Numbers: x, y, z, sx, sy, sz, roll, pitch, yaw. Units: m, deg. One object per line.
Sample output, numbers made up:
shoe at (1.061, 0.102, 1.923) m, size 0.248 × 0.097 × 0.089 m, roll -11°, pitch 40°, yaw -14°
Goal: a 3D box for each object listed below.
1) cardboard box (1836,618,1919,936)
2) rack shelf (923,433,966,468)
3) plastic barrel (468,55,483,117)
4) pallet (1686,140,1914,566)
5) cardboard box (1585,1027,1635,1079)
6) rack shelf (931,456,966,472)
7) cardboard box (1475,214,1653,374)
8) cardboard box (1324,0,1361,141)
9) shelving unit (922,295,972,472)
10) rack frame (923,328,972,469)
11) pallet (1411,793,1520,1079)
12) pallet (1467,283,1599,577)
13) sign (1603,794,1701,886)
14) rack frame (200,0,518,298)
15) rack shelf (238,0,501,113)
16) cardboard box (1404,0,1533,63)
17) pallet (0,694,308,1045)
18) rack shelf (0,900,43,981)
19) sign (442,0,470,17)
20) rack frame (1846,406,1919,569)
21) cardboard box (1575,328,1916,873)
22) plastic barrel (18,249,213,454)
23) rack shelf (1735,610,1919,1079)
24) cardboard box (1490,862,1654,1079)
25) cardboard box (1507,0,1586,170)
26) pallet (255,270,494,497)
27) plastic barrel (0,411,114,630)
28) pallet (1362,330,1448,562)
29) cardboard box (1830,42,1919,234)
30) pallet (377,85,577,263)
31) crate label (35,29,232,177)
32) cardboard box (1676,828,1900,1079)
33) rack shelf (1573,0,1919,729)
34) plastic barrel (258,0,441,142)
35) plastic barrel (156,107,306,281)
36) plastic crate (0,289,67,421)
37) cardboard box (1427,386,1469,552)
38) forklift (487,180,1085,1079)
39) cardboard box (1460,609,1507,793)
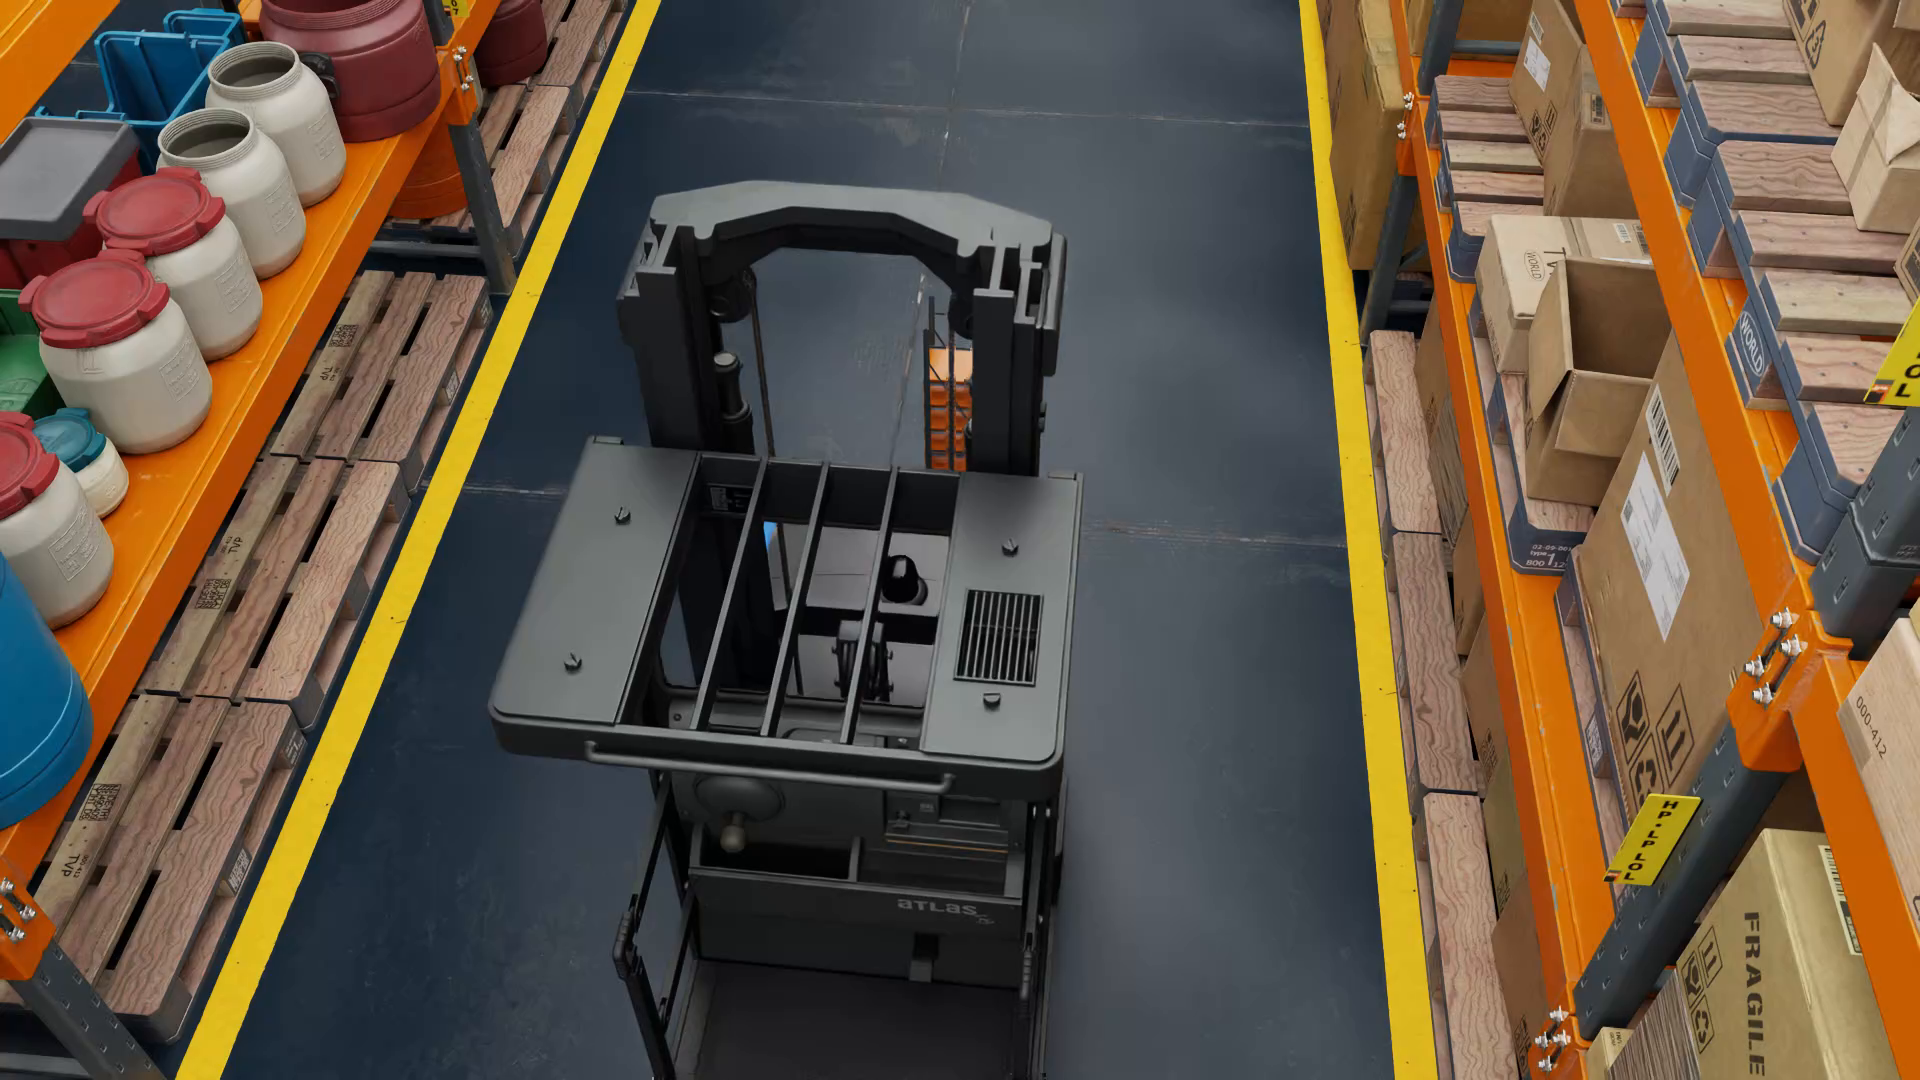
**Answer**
cardboard box at (1.666, 0.392, 2.453) m, size 0.500 × 0.250 × 0.500 m, roll 2°, pitch 48°, yaw 2°
rack shelf at (-0.001, -0.364, 6.356) m, size 0.258 × 0.103 × 0.180 m, roll 4°, pitch 48°, yaw 4°
plastic barrel at (-2.616, -2.316, 8.262) m, size 0.421 × 0.512 × 0.421 m, roll 0°, pitch 48°, yaw 0°
pallet at (2.125, -0.355, 3.162) m, size 1.213 × 0.211 × 1.003 m, roll 4°, pitch 48°, yaw 4°
cardboard box at (1.643, 1.263, 3.758) m, size 0.380 × 0.149 × 0.250 m, roll 4°, pitch 48°, yaw 4°
rack shelf at (-0.001, -0.283, 6.445) m, size 0.258 × 0.103 × 0.180 m, roll 4°, pitch 48°, yaw 4°
cardboard box at (1.945, -0.774, 5.268) m, size 0.500 × 0.250 × 0.500 m, roll 3°, pitch 48°, yaw 2°
cardboard box at (2.499, -2.484, 8.170) m, size 1.225 × 0.875 × 0.875 m, roll 4°, pitch 48°, yaw 4°
shelving unit at (-0.001, -0.394, 6.323) m, size 0.258 × 1.200 × 0.189 m, roll 4°, pitch 48°, yaw 4°
rack frame at (-0.010, -0.327, 6.262) m, size 0.240 × 1.200 × 0.006 m, roll 4°, pitch 48°, yaw 4°
pallet at (2.032, 1.409, 5.344) m, size 1.003 × 0.211 × 1.213 m, roll 4°, pitch 48°, yaw 4°
pallet at (2.187, -0.377, 5.218) m, size 1.003 × 0.211 × 1.213 m, roll 4°, pitch 48°, yaw 4°
sign at (1.409, 0.615, 3.396) m, size 0.100 × 0.325 × 0.005 m, roll 4°, pitch 48°, yaw 4°
rack frame at (-2.606, -2.232, 6.784) m, size 1.000 × 3.000 × 0.127 m, roll 4°, pitch 48°, yaw 4°
rack shelf at (-2.423, -3.459, 8.394) m, size 1.077 × 0.370 × 4.000 m, roll 4°, pitch 48°, yaw 4°
cardboard box at (2.125, -2.312, 6.790) m, size 0.500 × 0.500 × 0.500 m, roll 5°, pitch 48°, yaw 5°
pallet at (-2.937, 1.069, 5.655) m, size 1.003 × 0.211 × 1.213 m, roll 4°, pitch 48°, yaw 4°
rack shelf at (-3.152, 2.420, 3.017) m, size 1.077 × 0.370 × 4.000 m, roll 4°, pitch 48°, yaw 4°
sign at (-2.057, -2.255, 6.695) m, size 0.100 × 0.325 × 0.005 m, roll 4°, pitch 48°, yaw 4°
rack frame at (1.962, -0.984, 1.578) m, size 1.000 × 3.000 × 0.127 m, roll 4°, pitch 48°, yaw 4°
cardboard box at (2.174, 0.122, 3.940) m, size 1.000 × 1.000 × 1.000 m, roll 4°, pitch 48°, yaw 4°
plastic barrel at (-2.598, -0.566, 5.169) m, size 0.433 × 0.535 × 0.433 m, roll 0°, pitch 48°, yaw 0°
rack shelf at (1.780, 1.741, 1.606) m, size 1.077 × 0.370 × 4.000 m, roll 4°, pitch 48°, yaw 4°
cardboard box at (2.040, 1.286, 4.963) m, size 0.700 × 0.500 × 0.500 m, roll 1°, pitch 48°, yaw 1°
cardboard box at (2.317, -1.675, 5.923) m, size 0.500 × 0.500 × 0.500 m, roll -1°, pitch 48°, yaw -1°
pallet at (-2.715, -0.724, 7.295) m, size 1.003 × 0.211 × 1.213 m, roll 4°, pitch 48°, yaw 4°
plastic barrel at (-2.665, -0.027, 4.675) m, size 0.433 × 0.535 × 0.433 m, roll 0°, pitch 48°, yaw 0°
pallet at (2.254, -0.384, 6.984) m, size 1.003 × 0.211 × 1.213 m, roll 4°, pitch 48°, yaw 4°
cardboard box at (1.948, -0.766, 3.217) m, size 0.396 × 0.266 × 0.258 m, roll 5°, pitch 48°, yaw 5°
pallet at (-2.575, -1.873, 8.346) m, size 1.003 × 0.211 × 1.213 m, roll 4°, pitch 48°, yaw 4°
crate label at (-2.965, -1.532, 6.120) m, size 0.502 × 0.435 × 0.616 m, roll 4°, pitch 48°, yaw 4°
cardboard box at (1.668, 0.883, 2.989) m, size 0.500 × 0.500 × 0.500 m, roll 4°, pitch 48°, yaw 4°
rack shelf at (2.144, -1.199, 4.294) m, size 1.077 × 0.370 × 4.000 m, roll 4°, pitch 48°, yaw 4°
plastic barrel at (-2.346, -1.916, 6.404) m, size 0.600 × 0.536 × 0.708 m, roll 4°, pitch 48°, yaw 4°
plastic barrel at (-2.525, -1.190, 5.756) m, size 0.421 × 0.512 × 0.421 m, roll 0°, pitch 48°, yaw 0°
plastic crate at (-3.093, -0.520, 5.362) m, size 0.450 × 0.188 × 0.662 m, roll 4°, pitch 48°, yaw 4°
cardboard box at (2.248, -0.301, 6.415) m, size 0.700 × 0.500 × 0.500 m, roll 0°, pitch 48°, yaw 0°
forklift at (-0.305, 0.732, 4.121) m, size 1.130 × 2.935 × 3.031 m, roll 5°, pitch 48°, yaw 4°
cardboard box at (2.152, 0.526, 5.658) m, size 0.700 × 0.500 × 0.500 m, roll 0°, pitch 48°, yaw 0°
